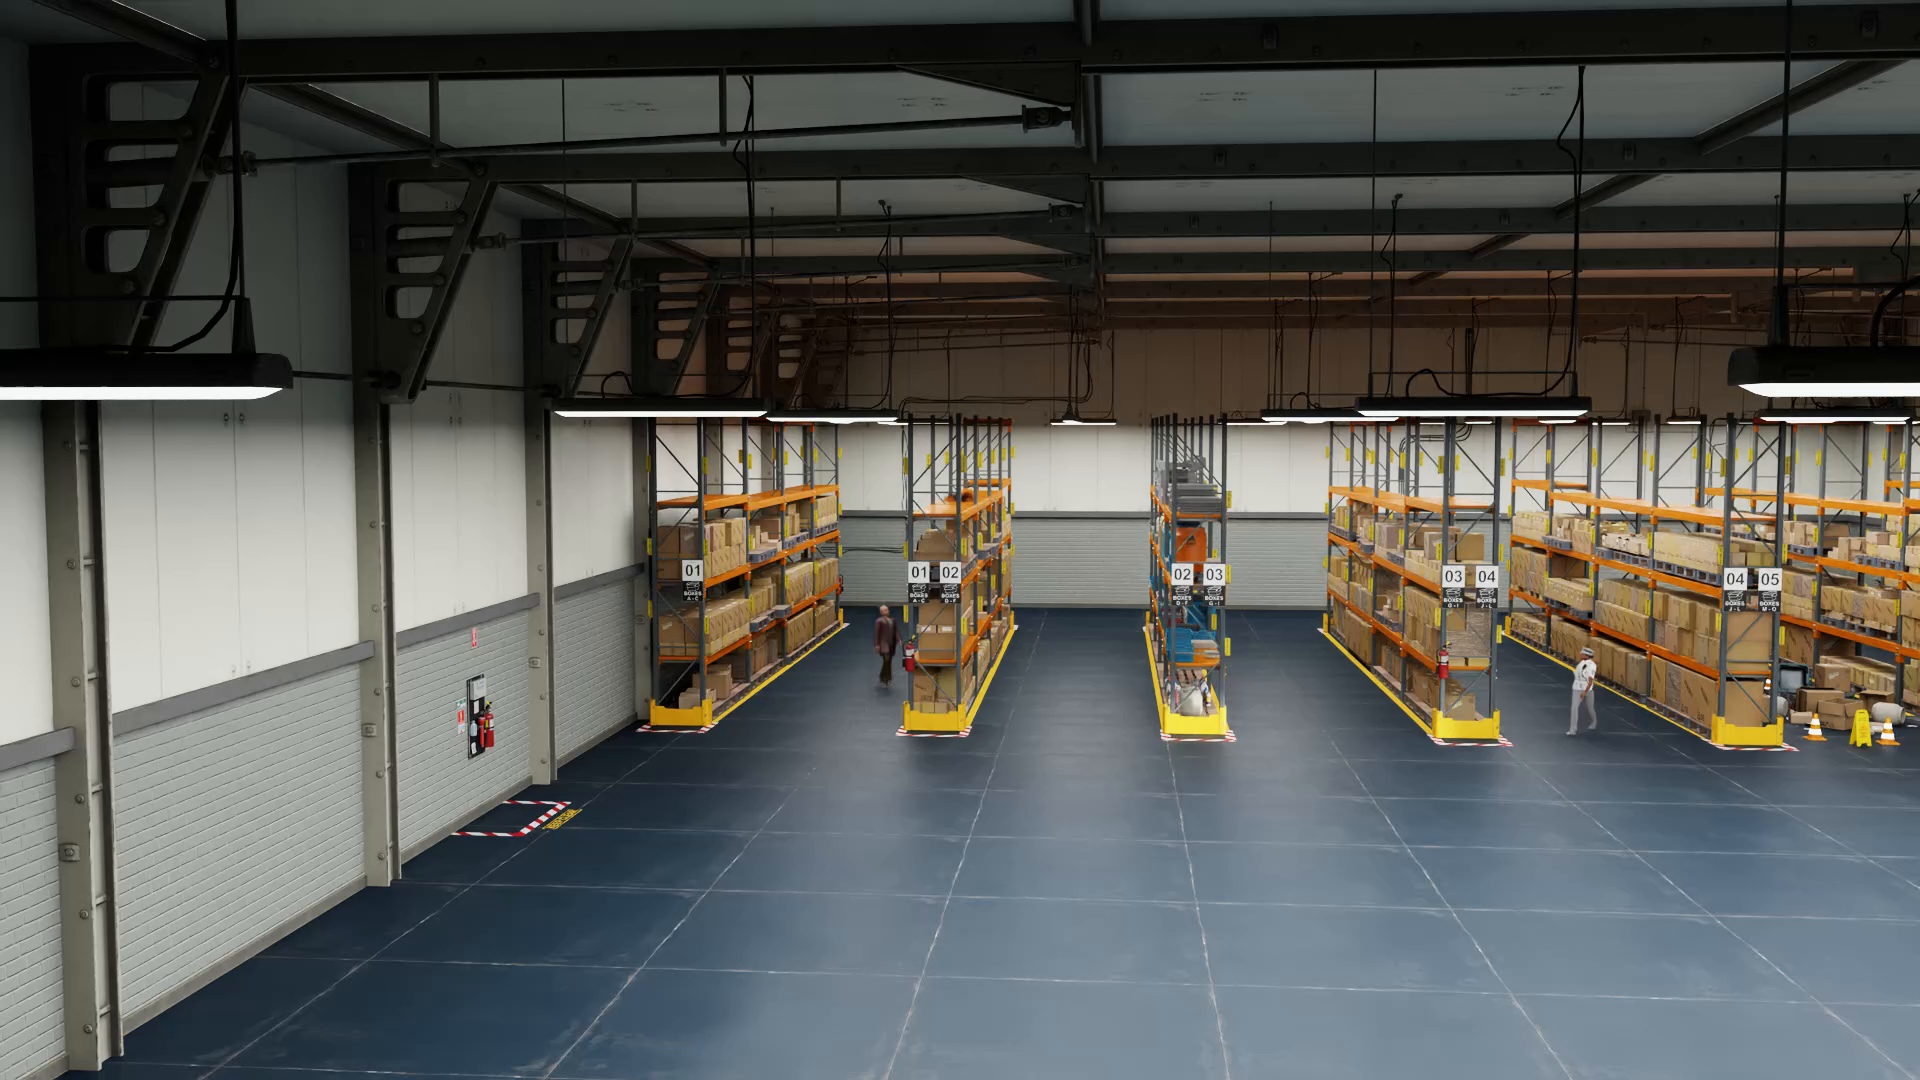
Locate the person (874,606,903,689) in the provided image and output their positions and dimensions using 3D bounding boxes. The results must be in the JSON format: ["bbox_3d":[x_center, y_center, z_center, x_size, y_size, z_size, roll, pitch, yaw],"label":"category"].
[{"bbox_3d":[-1.580,2.366,36.945,0.648,1.767,0.830,-3,5,-34],"label":"person"}]

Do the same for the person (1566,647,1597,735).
[{"bbox_3d":[11.653,2.801,31.034,0.427,1.639,0.993,3,5,33],"label":"person"}]

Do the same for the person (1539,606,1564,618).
[{"bbox_3d":[17.101,1.653,48.190,0.834,1.628,0.537,-2,4,-25],"label":"person"}]
